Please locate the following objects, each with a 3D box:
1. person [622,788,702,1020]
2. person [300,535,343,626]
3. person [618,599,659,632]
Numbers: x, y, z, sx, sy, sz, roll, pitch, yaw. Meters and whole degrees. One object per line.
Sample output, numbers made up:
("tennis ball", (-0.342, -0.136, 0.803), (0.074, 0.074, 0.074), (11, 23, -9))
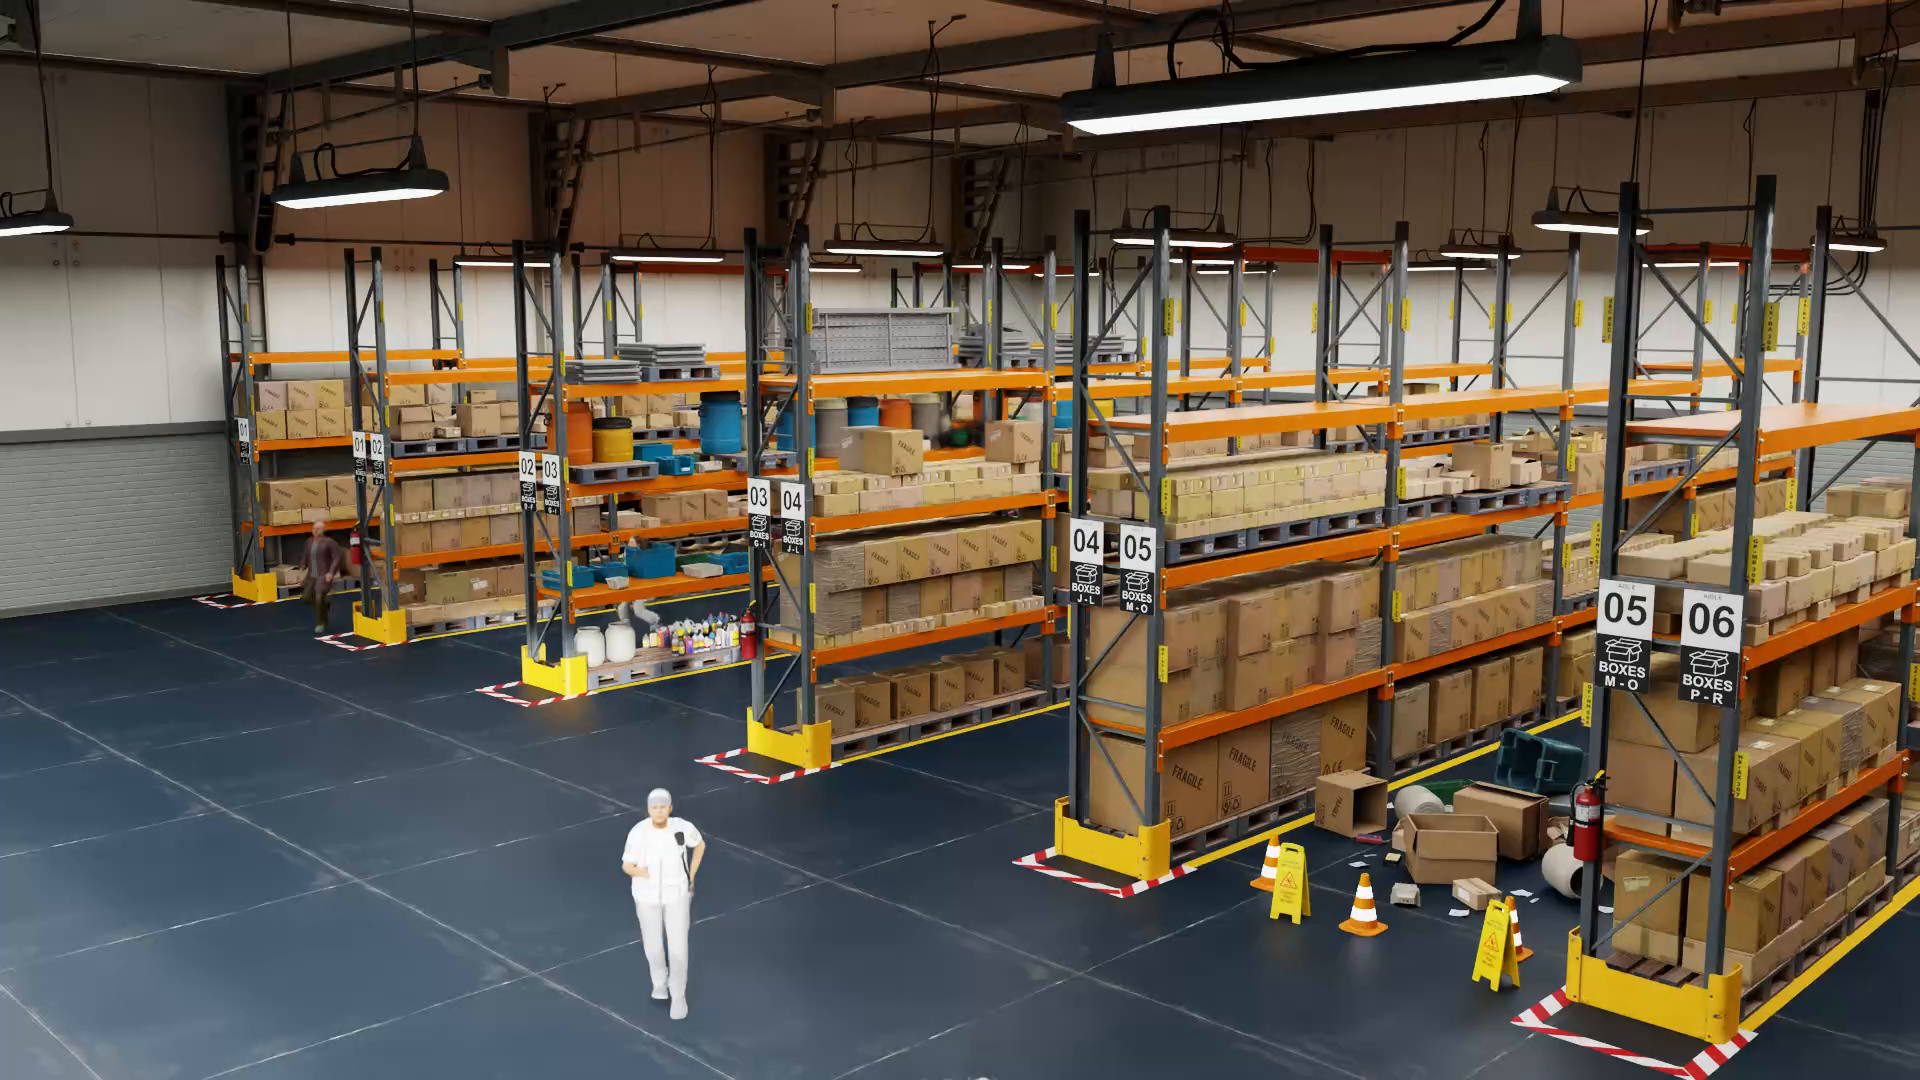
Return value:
("person", (-2.175, 2.648, 12.167), (0.561, 1.710, 0.607), (-1, 8, -5))
("person", (-10.176, 0.646, 26.407), (0.744, 1.471, 0.517), (3, 9, 18))
("person", (-4.983, 0.942, 25.569), (0.356, 1.230, 0.859), (5, 9, 30))
